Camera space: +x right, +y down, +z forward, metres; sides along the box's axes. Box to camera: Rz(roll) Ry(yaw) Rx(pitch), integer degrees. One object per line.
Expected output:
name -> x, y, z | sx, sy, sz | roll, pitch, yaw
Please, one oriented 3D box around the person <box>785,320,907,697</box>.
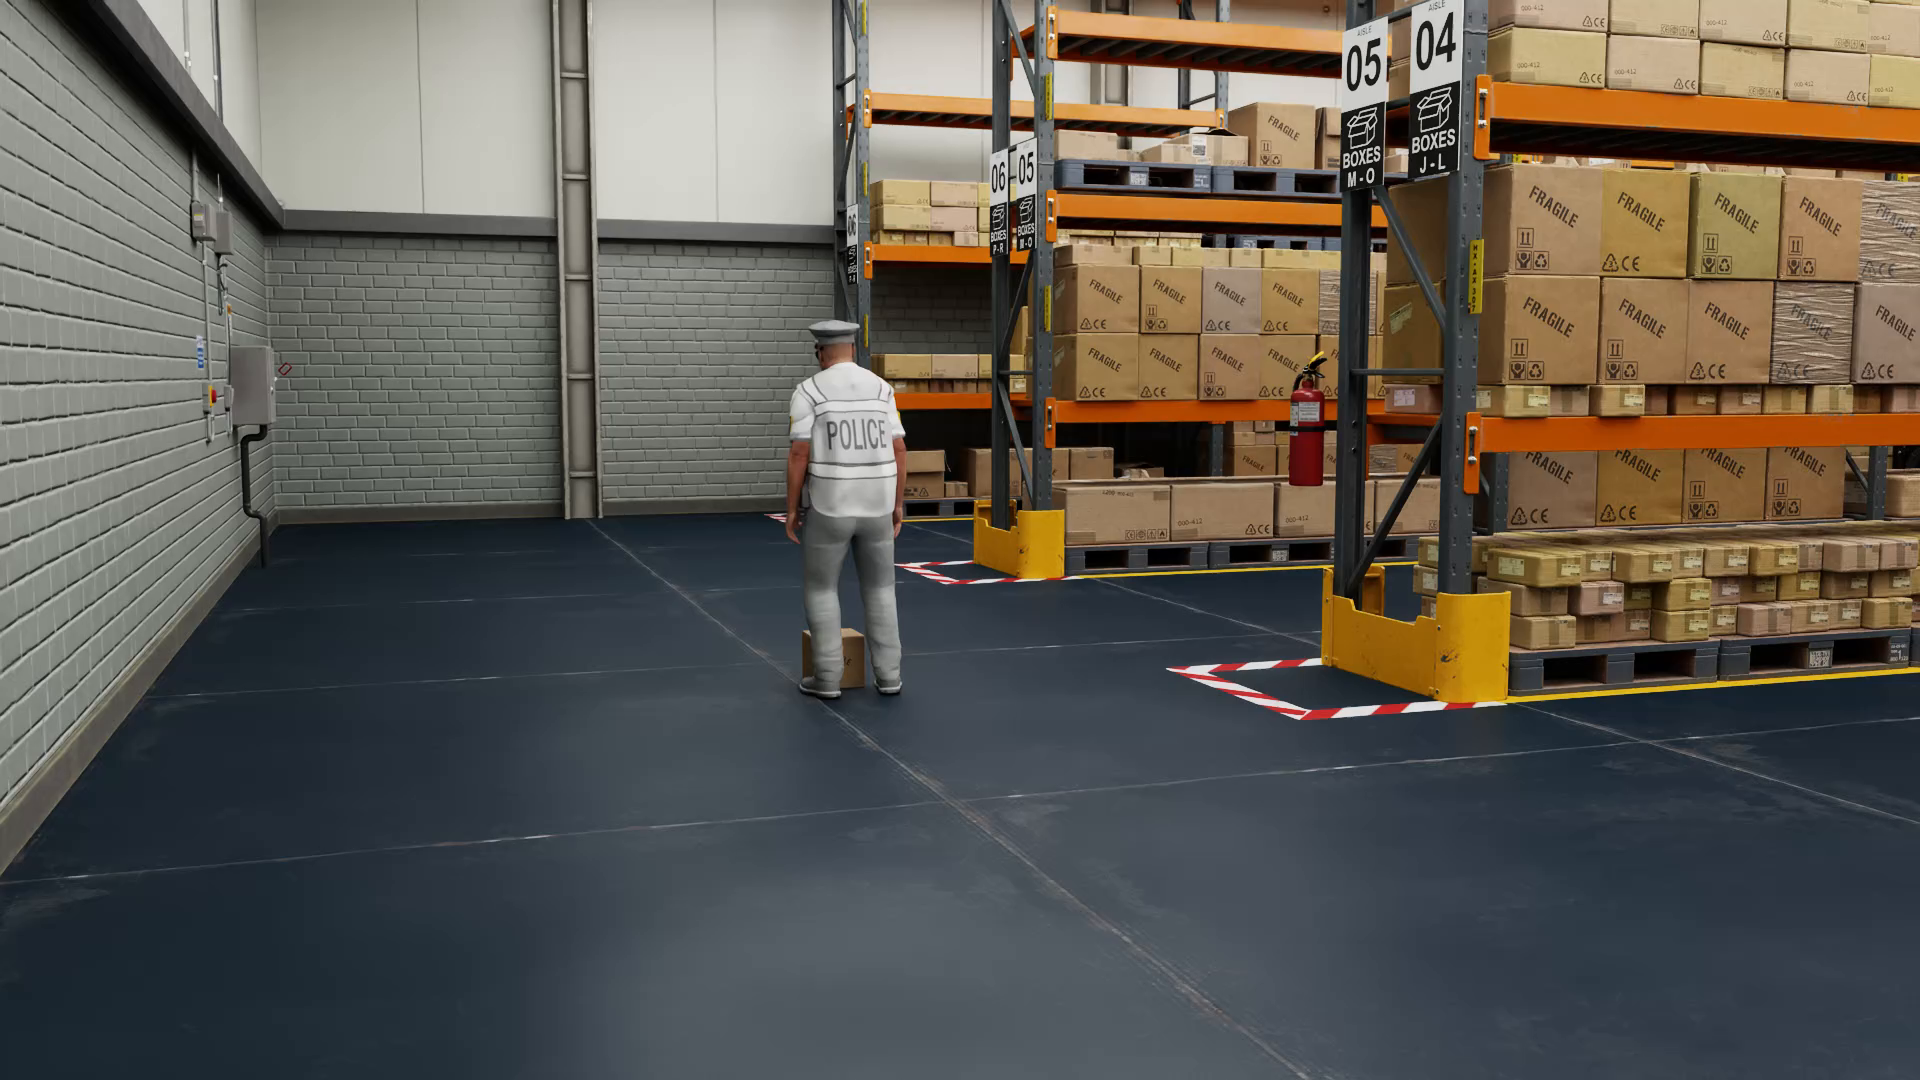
person -> -0.521, -0.144, 7.737 | 0.601, 1.747, 0.441 | -2, 6, -22
